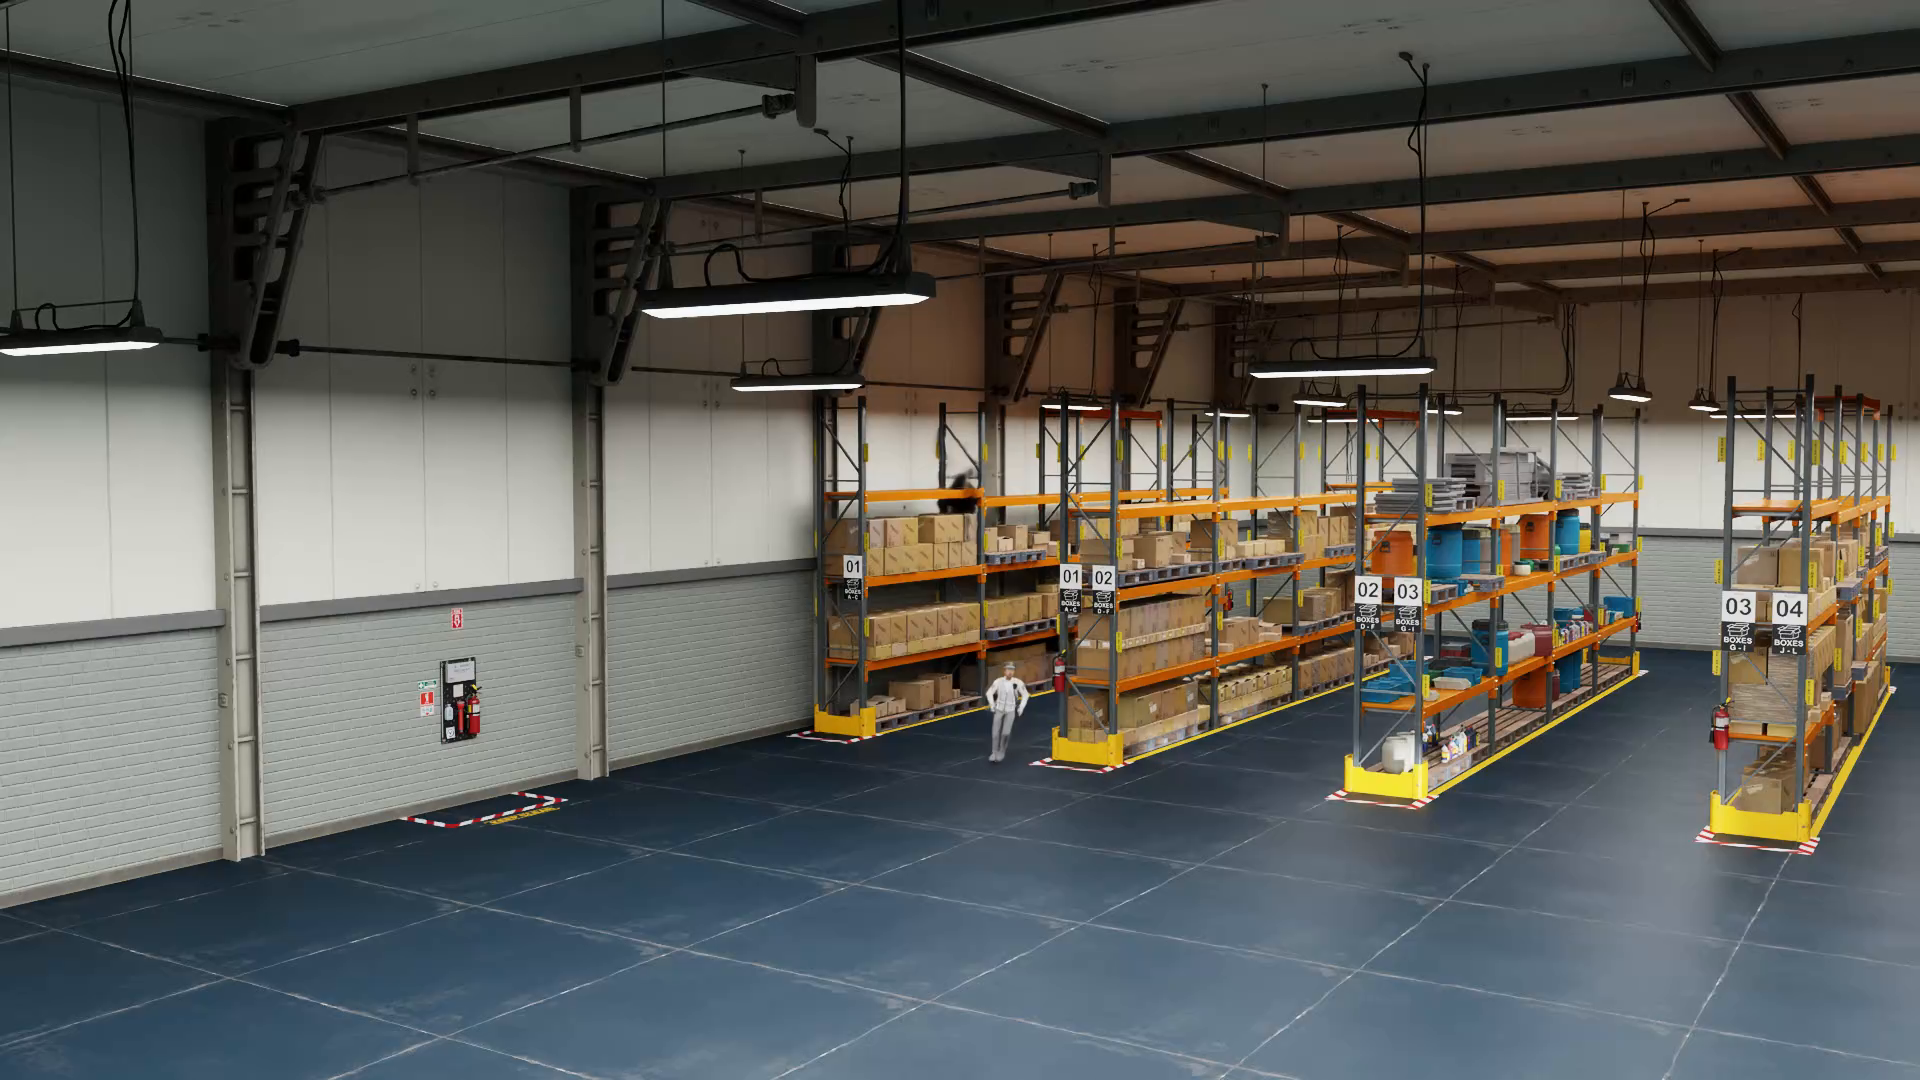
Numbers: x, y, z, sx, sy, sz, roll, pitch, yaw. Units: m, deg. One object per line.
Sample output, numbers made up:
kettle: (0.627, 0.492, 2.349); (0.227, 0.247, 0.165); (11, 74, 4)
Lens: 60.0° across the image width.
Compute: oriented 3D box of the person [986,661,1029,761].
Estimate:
person: (0.748, 2.766, 26.832); (0.679, 1.634, 0.548); (1, 3, 10)
